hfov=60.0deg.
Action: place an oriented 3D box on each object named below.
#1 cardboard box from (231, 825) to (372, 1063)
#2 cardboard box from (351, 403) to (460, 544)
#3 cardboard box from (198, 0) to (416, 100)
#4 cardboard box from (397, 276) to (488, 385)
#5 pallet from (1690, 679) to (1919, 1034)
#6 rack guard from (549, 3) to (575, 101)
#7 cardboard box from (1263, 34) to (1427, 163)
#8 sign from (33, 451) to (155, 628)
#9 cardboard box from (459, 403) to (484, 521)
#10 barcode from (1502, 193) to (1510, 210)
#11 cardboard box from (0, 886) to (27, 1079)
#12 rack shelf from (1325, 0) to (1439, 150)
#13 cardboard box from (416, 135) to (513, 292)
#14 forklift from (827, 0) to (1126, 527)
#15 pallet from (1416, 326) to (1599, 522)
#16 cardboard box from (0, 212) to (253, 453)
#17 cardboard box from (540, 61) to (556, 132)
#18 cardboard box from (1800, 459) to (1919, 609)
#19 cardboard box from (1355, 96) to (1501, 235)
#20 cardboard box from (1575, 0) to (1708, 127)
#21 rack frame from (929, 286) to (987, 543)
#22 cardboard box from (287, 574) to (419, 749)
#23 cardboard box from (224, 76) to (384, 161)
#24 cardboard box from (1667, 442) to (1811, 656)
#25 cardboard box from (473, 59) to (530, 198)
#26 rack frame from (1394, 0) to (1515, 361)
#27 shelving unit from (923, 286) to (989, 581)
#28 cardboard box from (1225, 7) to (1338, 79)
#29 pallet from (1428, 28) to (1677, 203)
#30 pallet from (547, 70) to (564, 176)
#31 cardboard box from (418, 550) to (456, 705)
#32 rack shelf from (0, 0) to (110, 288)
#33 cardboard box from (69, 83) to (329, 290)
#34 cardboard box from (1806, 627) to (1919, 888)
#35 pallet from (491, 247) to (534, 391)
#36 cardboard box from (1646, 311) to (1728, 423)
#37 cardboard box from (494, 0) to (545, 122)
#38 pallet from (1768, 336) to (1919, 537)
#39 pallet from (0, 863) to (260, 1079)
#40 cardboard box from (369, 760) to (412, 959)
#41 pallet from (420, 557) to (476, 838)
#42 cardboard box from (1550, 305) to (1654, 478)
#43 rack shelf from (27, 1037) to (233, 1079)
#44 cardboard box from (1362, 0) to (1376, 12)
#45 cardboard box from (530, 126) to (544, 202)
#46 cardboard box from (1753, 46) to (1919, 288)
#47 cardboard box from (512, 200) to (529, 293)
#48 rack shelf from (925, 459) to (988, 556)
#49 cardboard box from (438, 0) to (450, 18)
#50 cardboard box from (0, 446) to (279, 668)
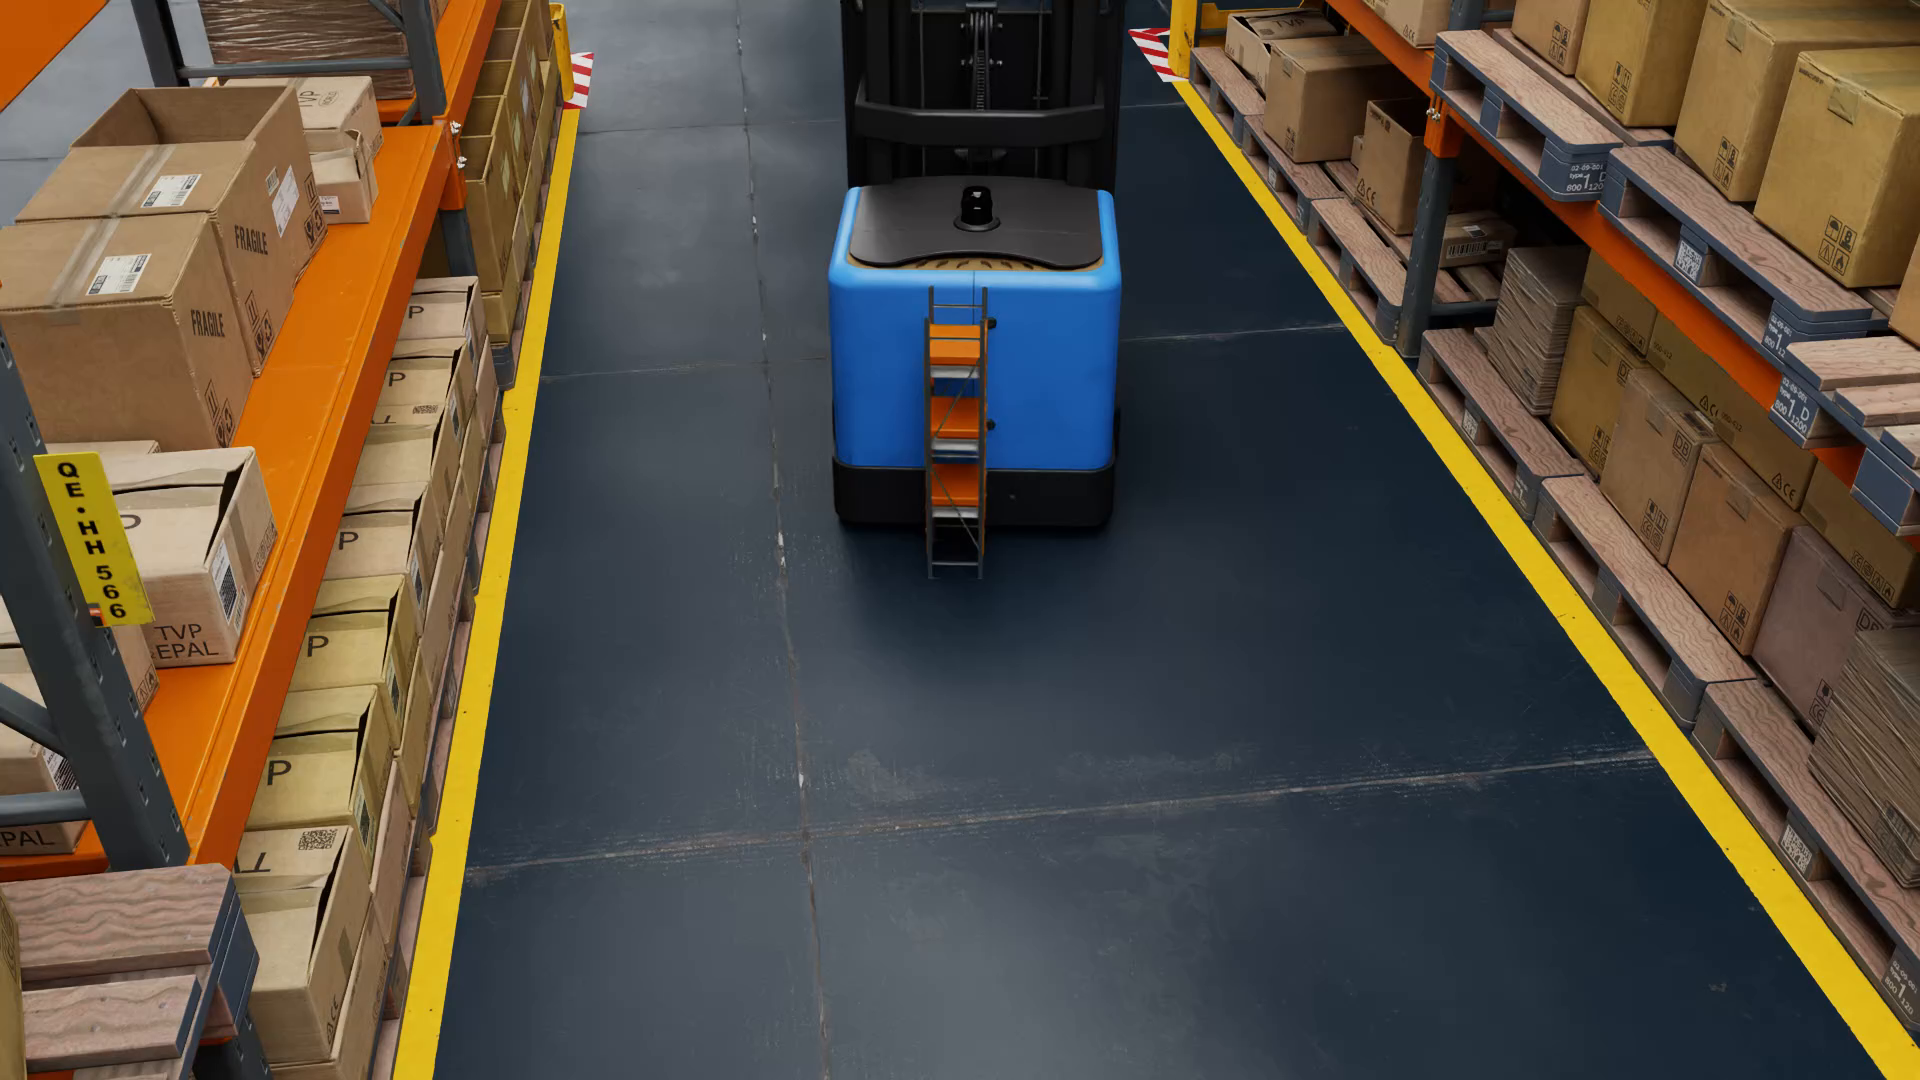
[{"bbox_3d":[-1.682,0.912,3.818,0.500,0.311,0.500,-3,34,-5],"label":"cardboard box"},{"bbox_3d":[-1.961,-0.233,5.498,0.500,0.311,0.500,-4,35,-7],"label":"cardboard box"},{"bbox_3d":[-2.506,-2.025,6.469,0.700,0.500,0.500,-5,35,-8],"label":"cardboard box"},{"bbox_3d":[-2.102,-0.801,6.333,0.500,0.311,0.500,-4,35,-6],"label":"cardboard box"},{"bbox_3d":[2.902,0.835,4.838,1.003,0.211,1.213,-4,35,-6],"label":"pallet"},{"bbox_3d":[-2.981,-2.949,10.133,1.175,0.500,0.348,-4,35,-6],"label":"rack guard"},{"bbox_3d":[2.060,-2.370,8.894,0.700,0.500,0.500,-6,35,-9],"label":"cardboard box"},{"bbox_3d":[-1.366,0.004,2.623,0.100,0.325,0.005,-4,35,-6],"label":"sign"},{"bbox_3d":[-2.031,-0.282,6.069,0.500,0.250,0.500,-5,35,-7],"label":"cardboard box"},{"bbox_3d":[2.651,-1.644,8.076,0.001,0.075,0.075,-4,35,-6],"label":"barcode"},{"bbox_3d":[-1.706,0.624,2.209,0.700,0.500,0.500,-16,37,-22],"label":"cardboard box"},{"bbox_3d":[2.199,-2.932,8.528,1.077,0.370,4.000,-4,35,-6],"label":"rack shelf"},{"bbox_3d":[-2.192,-1.366,6.994,0.500,0.500,0.500,-4,35,-6],"label":"cardboard box"},{"bbox_3d":[0.096,-2.061,6.671,1.130,2.935,3.031,1,34,2],"label":"forklift"},{"bbox_3d":[2.574,-0.527,6.836,1.003,0.211,1.213,-4,35,-6],"label":"pallet"},{"bbox_3d":[-2.144,-0.481,4.203,0.500,0.500,0.500,-6,35,-9],"label":"cardboard box"},{"bbox_3d":[-2.534,-2.451,9.251,0.500,0.250,0.500,-4,35,-6],"label":"cardboard box"},{"bbox_3d":[2.843,-0.061,4.839,0.500,0.250,0.500,-4,34,-5],"label":"cardboard box"},{"bbox_3d":[2.289,-1.839,8.113,0.500,0.500,0.500,-7,35,-10],"label":"cardboard box"},{"bbox_3d":[2.571,-1.738,5.657,0.700,0.500,0.500,-1,34,-1],"label":"cardboard box"},{"bbox_3d":[-0.007,-0.427,5.944,0.200,1.050,0.008,1,34,2],"label":"rack frame"},{"bbox_3d":[-1.827,0.335,4.666,0.500,0.311,0.500,-5,35,-8],"label":"cardboard box"},{"bbox_3d":[-2.331,-1.403,5.778,0.500,0.250,0.500,-2,34,-3],"label":"cardboard box"},{"bbox_3d":[2.809,0.000,5.415,0.700,0.500,0.500,-5,35,-7],"label":"cardboard box"},{"bbox_3d":[-2.327,-1.924,7.812,0.500,0.500,0.500,-4,35,-6],"label":"cardboard box"},{"bbox_3d":[2.468,-2.114,6.688,1.000,3.000,0.127,-4,35,-6],"label":"rack frame"},{"bbox_3d":[-0.012,-0.358,5.843,0.215,1.050,0.252,1,34,2],"label":"shelving unit"},{"bbox_3d":[1.934,-3.023,10.020,0.500,0.311,0.500,-8,35,-12],"label":"cardboard box"},{"bbox_3d":[2.427,-1.597,6.100,1.003,0.211,1.213,-4,35,-6],"label":"pallet"},{"bbox_3d":[-2.834,-2.393,9.573,1.003,0.211,1.213,-4,35,-6],"label":"pallet"},{"bbox_3d":[-1.895,0.288,5.233,0.500,0.250,0.500,-4,34,-5],"label":"cardboard box"},{"bbox_3d":[-2.171,-1.562,3.854,1.077,0.370,4.000,-4,35,-6],"label":"rack shelf"},{"bbox_3d":[-2.282,-1.054,5.044,0.500,0.500,0.500,-2,34,-3],"label":"cardboard box"},{"bbox_3d":[2.858,0.572,4.576,0.700,0.500,0.500,-4,34,-6],"label":"cardboard box"},{"bbox_3d":[-2.506,-1.031,7.575,1.003,0.211,1.213,-4,35,-6],"label":"pallet"},{"bbox_3d":[2.720,-0.627,5.670,0.500,0.250,0.500,-5,35,-8],"label":"cardboard box"},{"bbox_3d":[-2.462,-2.482,8.631,0.500,0.500,0.500,-4,35,-6],"label":"cardboard box"},{"bbox_3d":[2.805,-0.192,4.038,1.213,0.211,1.003,-4,35,-6],"label":"pallet"},{"bbox_3d":[-1.741,0.948,2.366,1.213,0.211,1.003,-4,35,-6],"label":"pallet"},{"bbox_3d":[-1.750,0.864,4.388,0.500,0.250,0.500,-5,35,-8],"label":"cardboard box"},{"bbox_3d":[-2.135,0.506,5.319,1.003,0.211,1.213,-4,35,-6],"label":"pallet"},{"bbox_3d":[2.703,-0.568,6.249,0.700,0.500,0.500,-5,35,-7],"label":"cardboard box"},{"bbox_3d":[-1.633,1.909,1.424,1.077,0.370,4.000,-4,35,-6],"label":"rack shelf"},{"bbox_3d":[2.045,-2.580,7.487,0.500,0.250,0.500,-4,35,-6],"label":"cardboard box"},{"bbox_3d":[-2.400,-1.893,8.432,0.500,0.250,0.500,-4,35,-6],"label":"cardboard box"},{"bbox_3d":[2.743,-1.060,4.662,0.700,0.500,0.500,-4,35,-6],"label":"cardboard box"},{"bbox_3d":[-2.264,-1.335,7.614,0.500,0.250,0.500,-4,35,-6],"label":"cardboard box"},{"bbox_3d":[-0.012,-0.120,6.006,0.215,0.259,0.240,1,34,2],"label":"rack shelf"},{"bbox_3d":[-2.647,-2.599,7.311,0.700,0.500,0.500,-4,34,-6],"label":"cardboard box"},{"bbox_3d":[-1.831,0.019,3.638,0.500,0.311,0.500,-5,35,-7],"label":"cardboard box"}]
